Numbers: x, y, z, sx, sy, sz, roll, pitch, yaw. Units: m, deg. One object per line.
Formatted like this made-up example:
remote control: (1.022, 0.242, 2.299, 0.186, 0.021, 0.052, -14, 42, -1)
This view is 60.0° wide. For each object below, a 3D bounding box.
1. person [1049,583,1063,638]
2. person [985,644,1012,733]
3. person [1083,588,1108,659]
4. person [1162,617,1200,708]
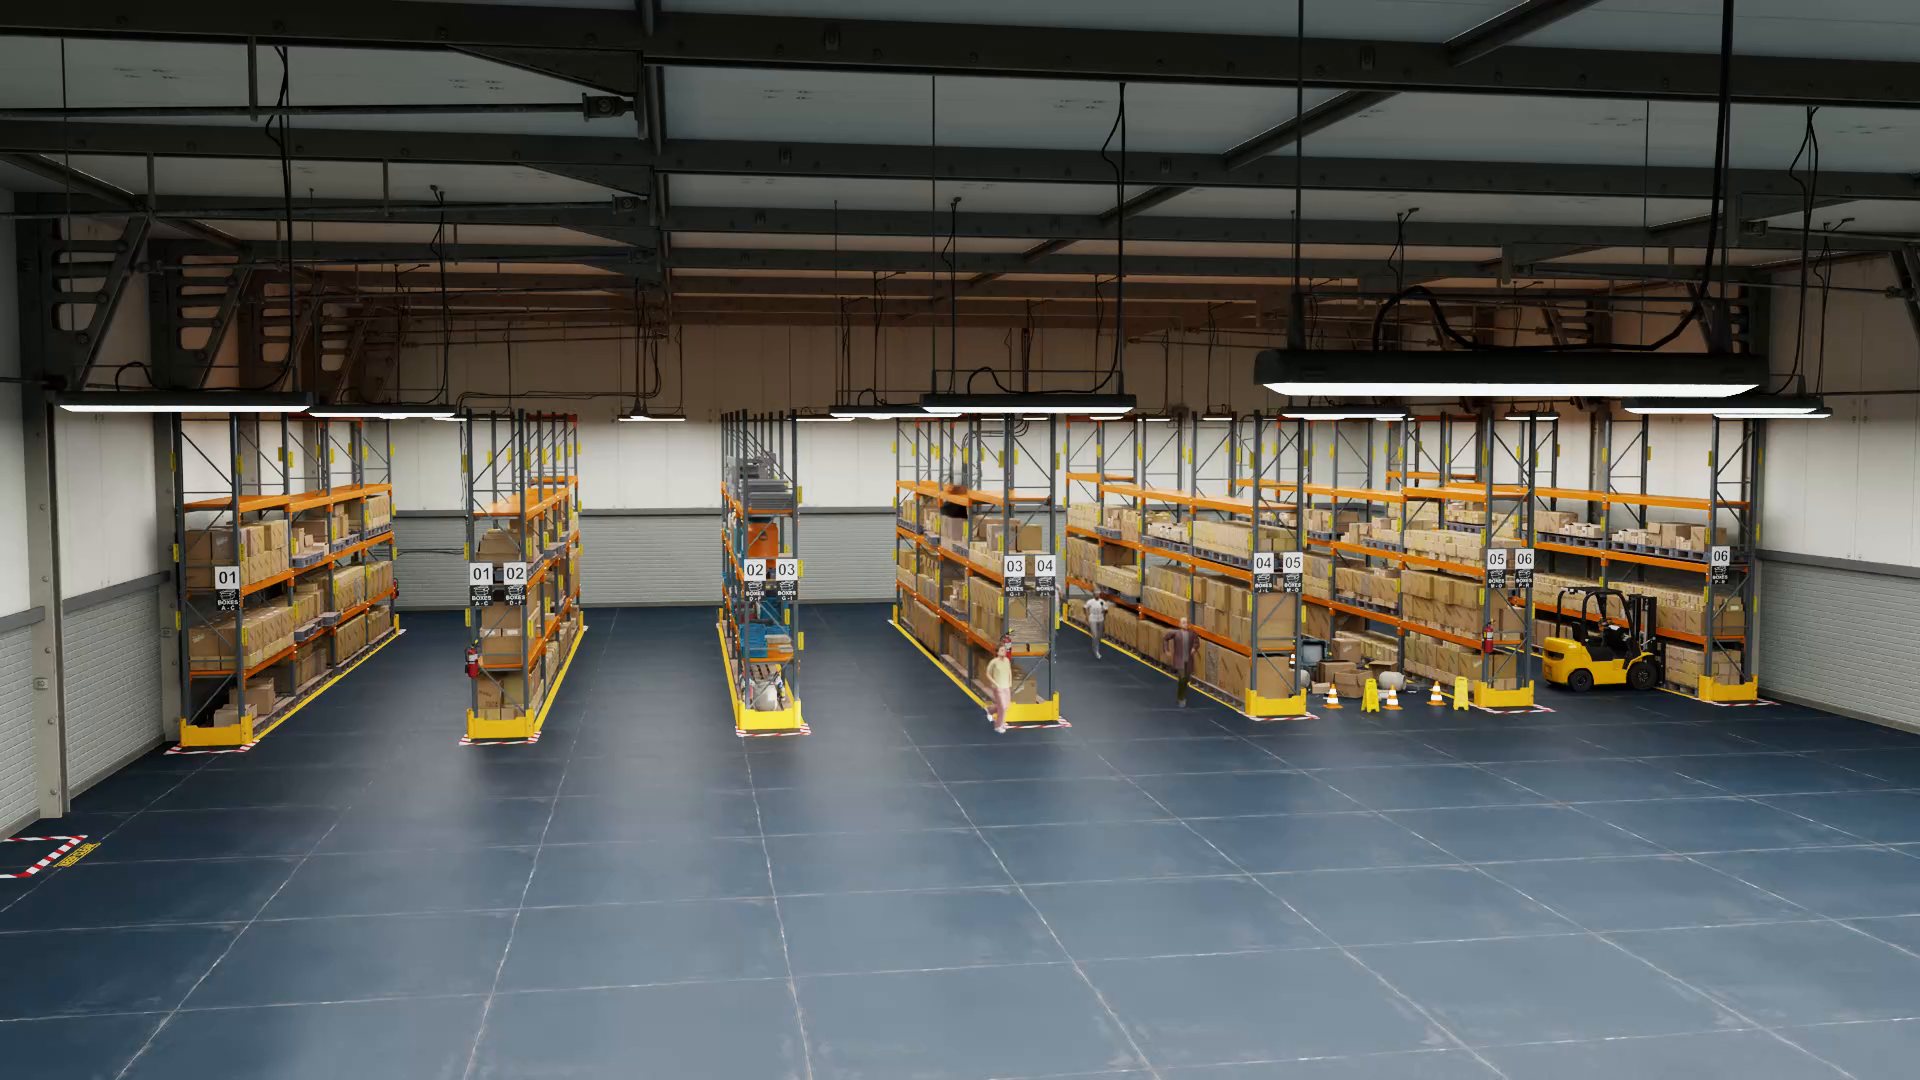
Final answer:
person: (2.470, 1.757, 44.333, 0.640, 1.760, 0.645, -1, 4, -8)
person: (0.698, 2.747, 31.054, 0.583, 1.640, 0.620, -3, 5, -37)
person: (3.348, 2.010, 40.795, 0.574, 1.684, 0.941, -1, 4, -14)
person: (4.532, 2.493, 33.889, 0.732, 1.846, 0.792, -1, 4, -12)
